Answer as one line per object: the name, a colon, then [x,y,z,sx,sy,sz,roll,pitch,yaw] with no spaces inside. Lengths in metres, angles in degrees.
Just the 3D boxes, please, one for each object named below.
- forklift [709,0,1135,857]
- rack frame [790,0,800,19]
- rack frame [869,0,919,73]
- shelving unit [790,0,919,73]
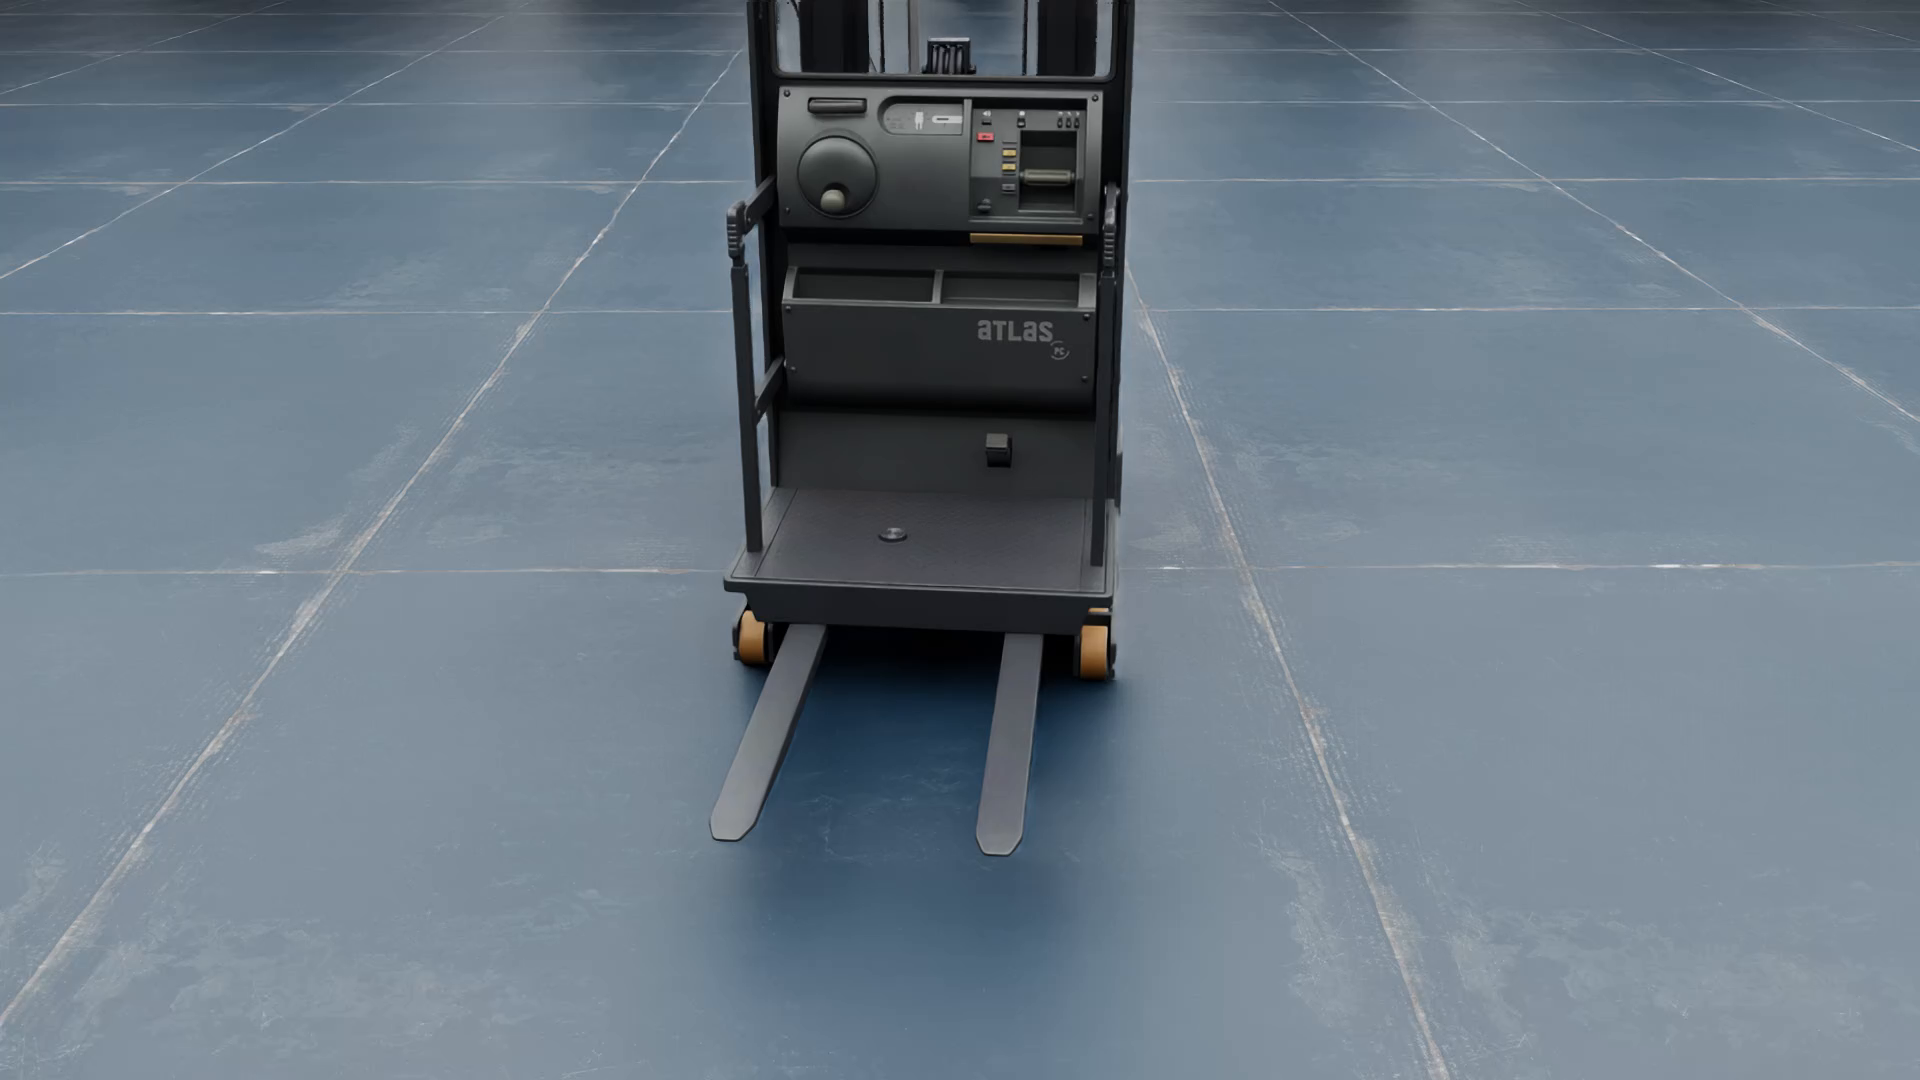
forklift: [-0.078,-1.071,4.561,1.130,2.935,3.031,2,24,5]
rack frame: [-0.567,-1.533,6.591,0.400,2.100,0.015,-13,27,-26]
rack frame: [-0.329,-1.357,6.203,0.400,2.100,0.015,-13,27,-26]
shelving unit: [-0.448,-1.445,6.397,0.431,2.100,0.503,-13,27,-26]
